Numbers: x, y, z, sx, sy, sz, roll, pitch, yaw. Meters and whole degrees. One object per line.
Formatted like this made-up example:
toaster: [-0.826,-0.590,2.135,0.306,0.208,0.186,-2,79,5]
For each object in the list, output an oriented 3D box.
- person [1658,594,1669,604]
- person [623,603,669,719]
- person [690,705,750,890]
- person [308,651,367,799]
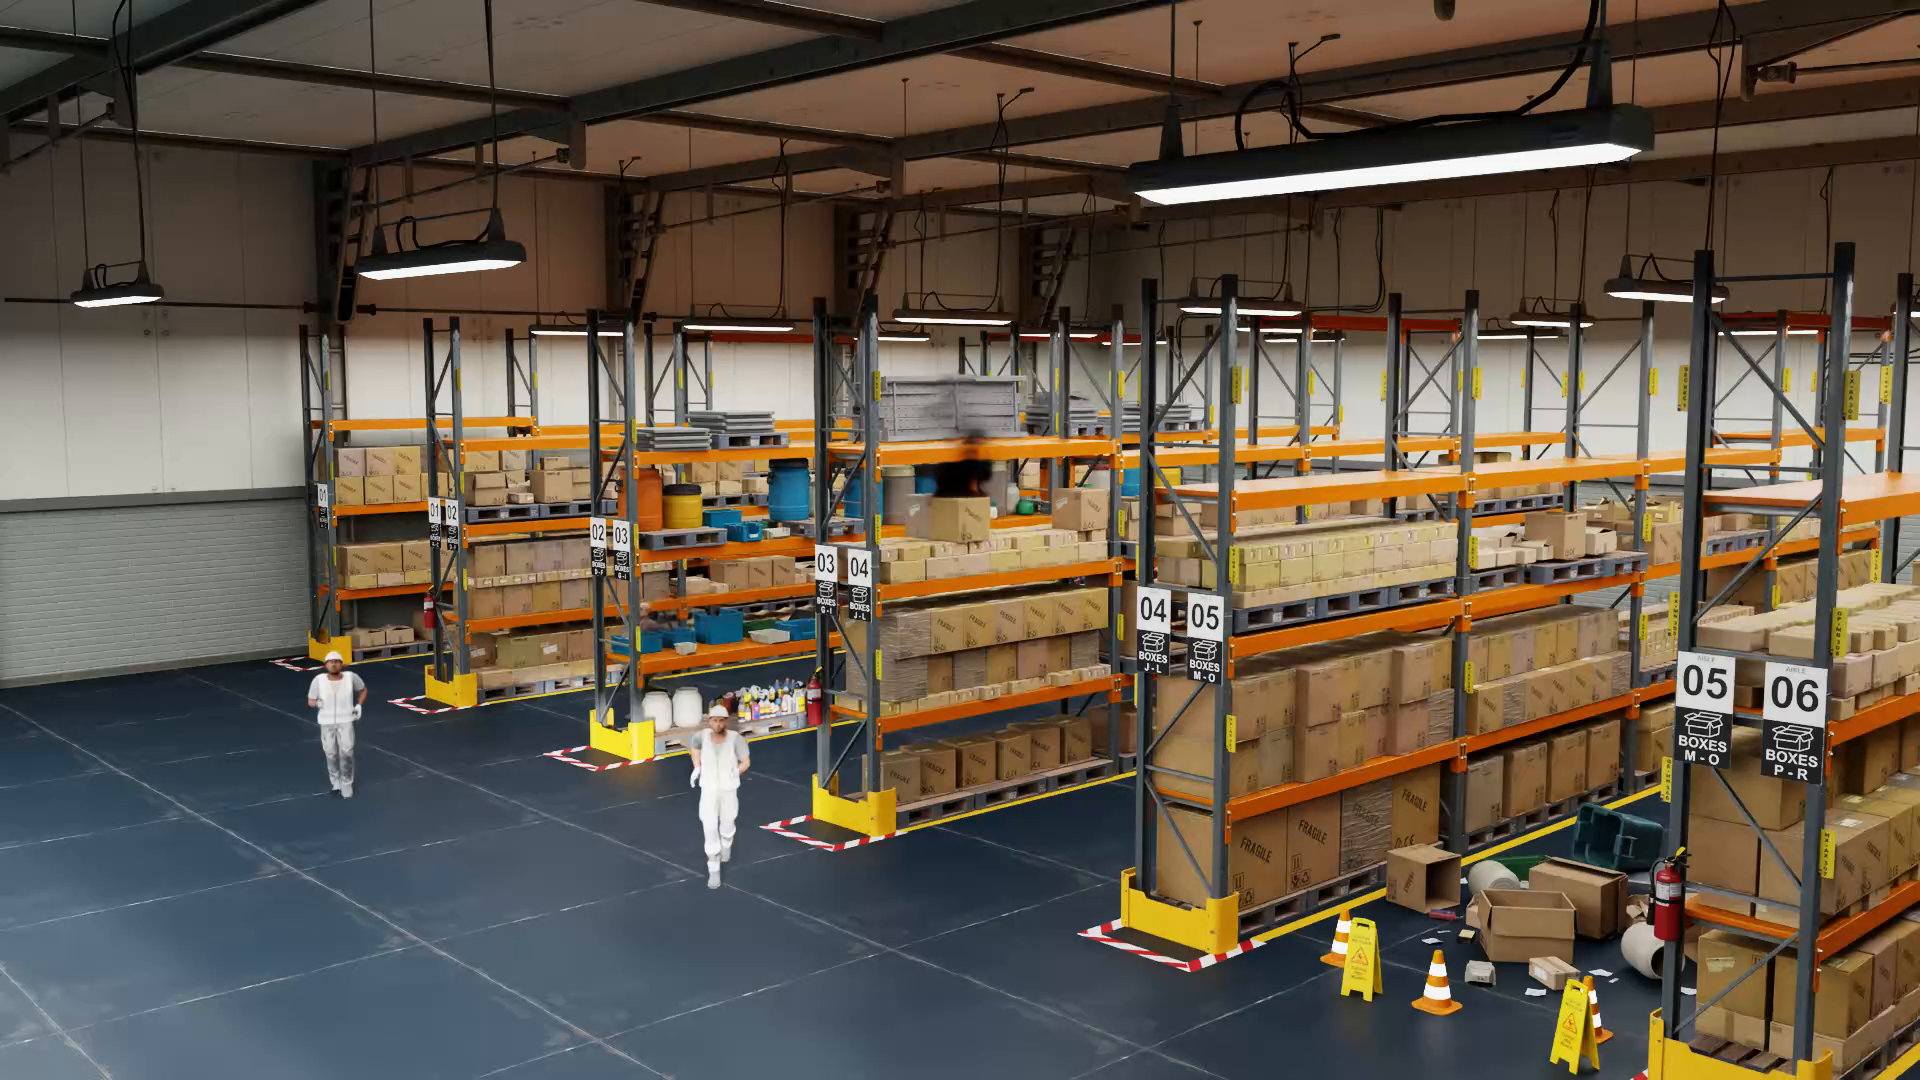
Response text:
person: [11.013,1.680,26.015,0.833,1.687,0.624,-4,7,-33]
person: [-4.723,1.896,24.872,0.713,1.523,0.754,5,7,39]
person: [-2.457,2.553,17.041,0.603,1.798,0.990,-1,6,-8]
person: [-7.557,2.249,20.177,0.659,1.807,0.680,-2,6,-15]
